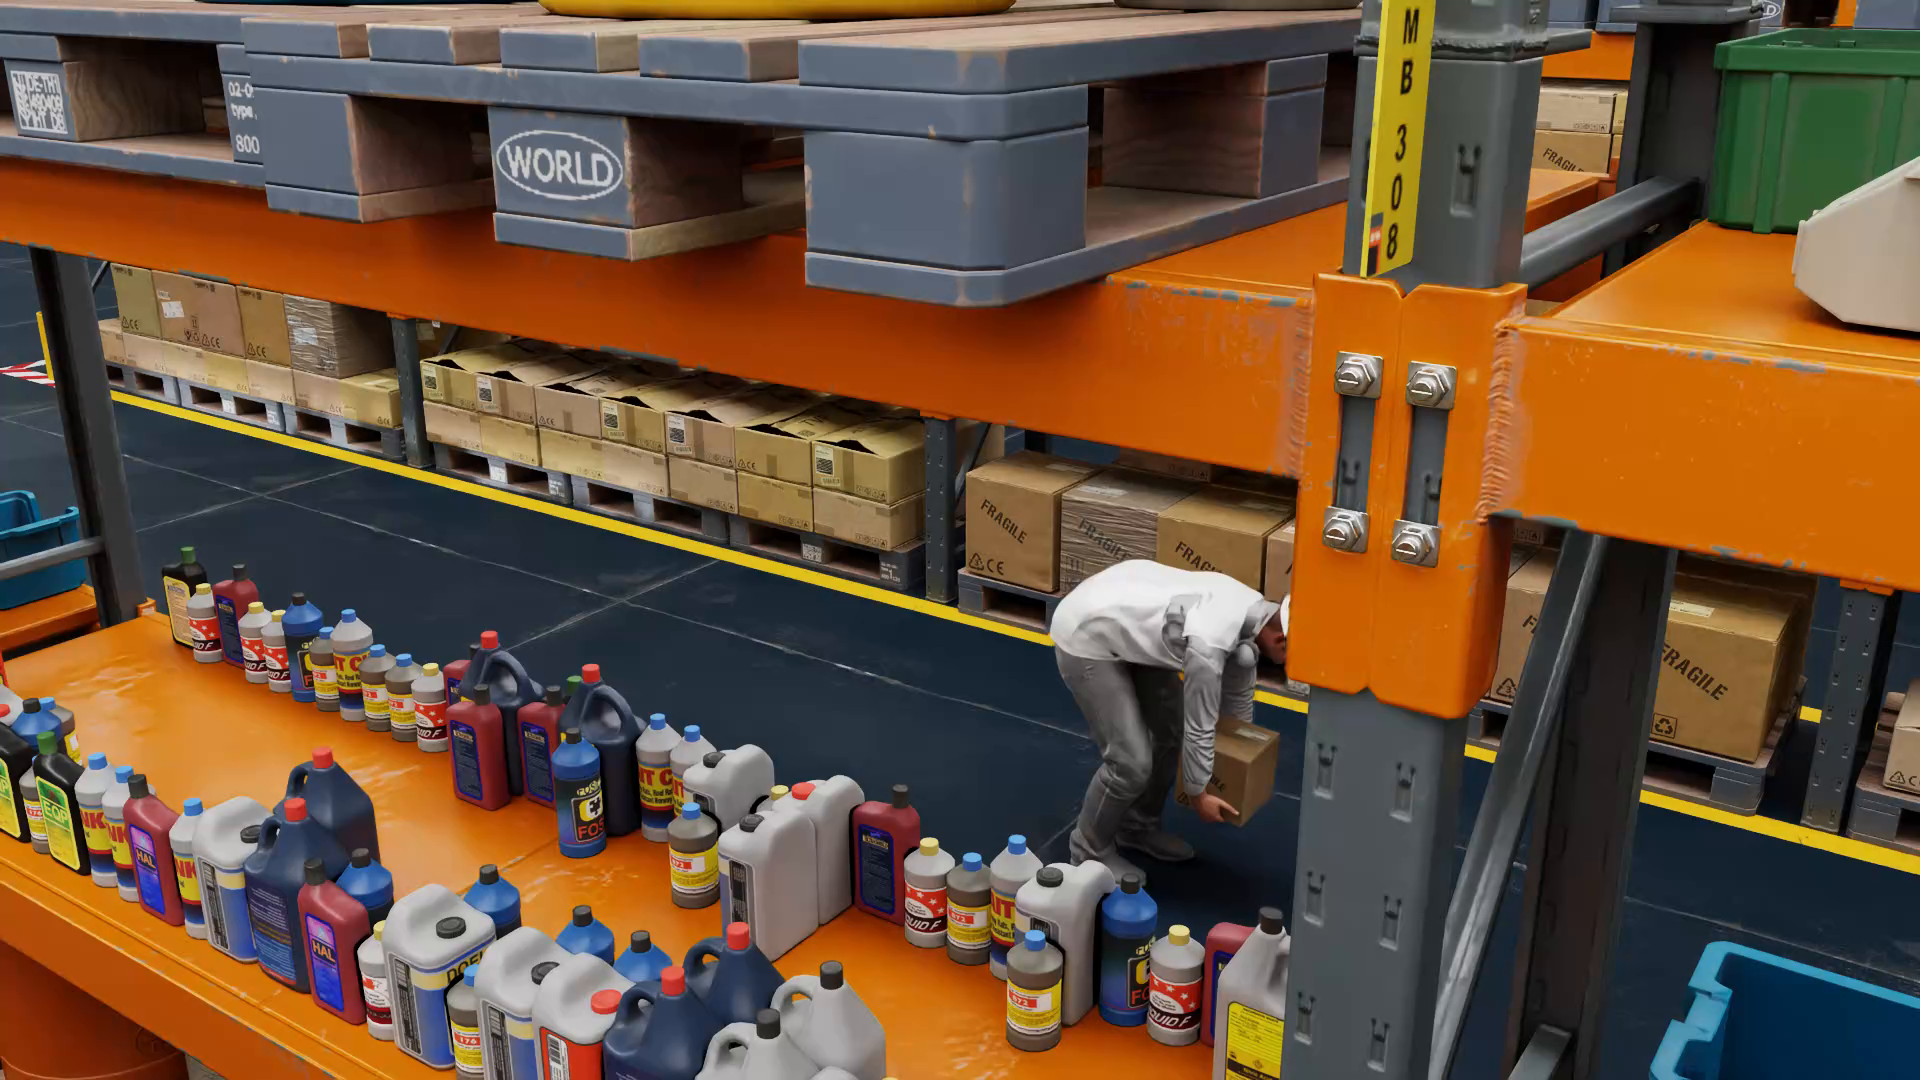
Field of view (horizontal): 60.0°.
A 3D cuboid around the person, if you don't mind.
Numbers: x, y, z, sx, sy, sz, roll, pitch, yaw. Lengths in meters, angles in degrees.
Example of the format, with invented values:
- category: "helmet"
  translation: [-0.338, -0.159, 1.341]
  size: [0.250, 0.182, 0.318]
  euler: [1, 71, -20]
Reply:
- category: "person"
  translation: [0.790, 0.647, 5.648]
  size: [1.003, 1.152, 0.465]
  euler: [12, 23, 30]
